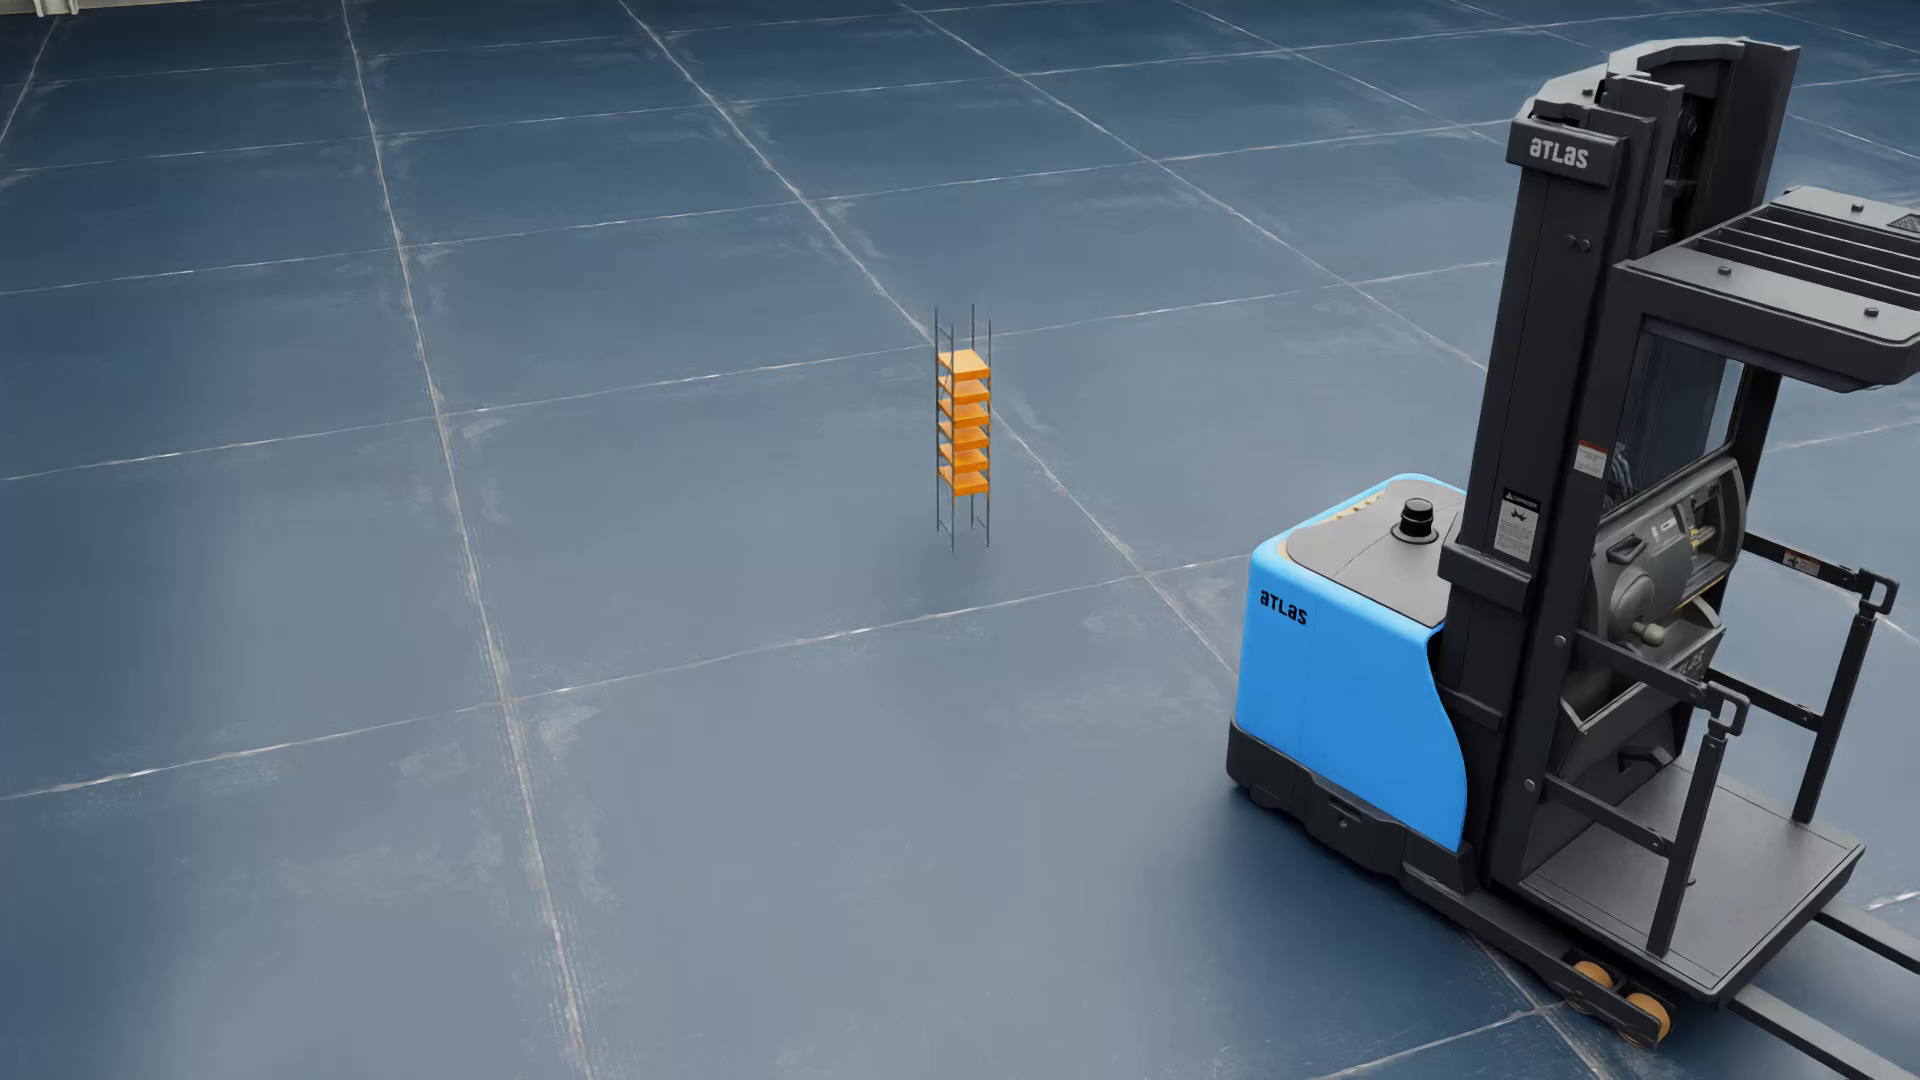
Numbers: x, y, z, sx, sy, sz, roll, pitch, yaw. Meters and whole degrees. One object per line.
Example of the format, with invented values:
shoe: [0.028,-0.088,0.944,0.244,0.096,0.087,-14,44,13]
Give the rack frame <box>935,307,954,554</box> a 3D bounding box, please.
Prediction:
rack frame: [-0.072,-0.508,7.930,0.006,1.200,0.240,-10,31,-18]

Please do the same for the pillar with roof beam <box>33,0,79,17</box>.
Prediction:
pillar with roof beam: [-8.586,-7.815,12.876,0.400,9.000,9.100,-10,31,-18]

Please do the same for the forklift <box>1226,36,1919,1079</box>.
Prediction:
forklift: [2.392,0.078,5.151,1.130,2.935,3.031,-23,37,-35]

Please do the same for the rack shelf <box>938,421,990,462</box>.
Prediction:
rack shelf: [0.014,-0.485,7.979,0.180,0.103,0.258,-10,31,-18]

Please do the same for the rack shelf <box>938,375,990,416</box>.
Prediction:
rack shelf: [0.014,-0.694,7.861,0.180,0.103,0.258,-10,31,-18]

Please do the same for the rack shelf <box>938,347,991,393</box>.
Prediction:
rack shelf: [0.014,-0.798,7.801,0.180,0.103,0.258,-10,31,-18]

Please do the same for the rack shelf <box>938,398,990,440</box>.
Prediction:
rack shelf: [0.014,-0.589,7.920,0.180,0.103,0.258,-10,31,-18]

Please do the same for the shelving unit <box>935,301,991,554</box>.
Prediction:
shelving unit: [0.014,-0.524,7.957,0.189,1.200,0.258,-10,31,-18]

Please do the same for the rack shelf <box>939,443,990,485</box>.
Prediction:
rack shelf: [0.014,-0.381,8.039,0.180,0.103,0.258,-10,31,-18]

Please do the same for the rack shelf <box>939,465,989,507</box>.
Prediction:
rack shelf: [0.014,-0.277,8.098,0.180,0.103,0.258,-10,31,-18]

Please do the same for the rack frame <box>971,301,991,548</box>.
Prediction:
rack frame: [0.099,-0.540,7.985,0.006,1.200,0.240,-10,31,-18]
